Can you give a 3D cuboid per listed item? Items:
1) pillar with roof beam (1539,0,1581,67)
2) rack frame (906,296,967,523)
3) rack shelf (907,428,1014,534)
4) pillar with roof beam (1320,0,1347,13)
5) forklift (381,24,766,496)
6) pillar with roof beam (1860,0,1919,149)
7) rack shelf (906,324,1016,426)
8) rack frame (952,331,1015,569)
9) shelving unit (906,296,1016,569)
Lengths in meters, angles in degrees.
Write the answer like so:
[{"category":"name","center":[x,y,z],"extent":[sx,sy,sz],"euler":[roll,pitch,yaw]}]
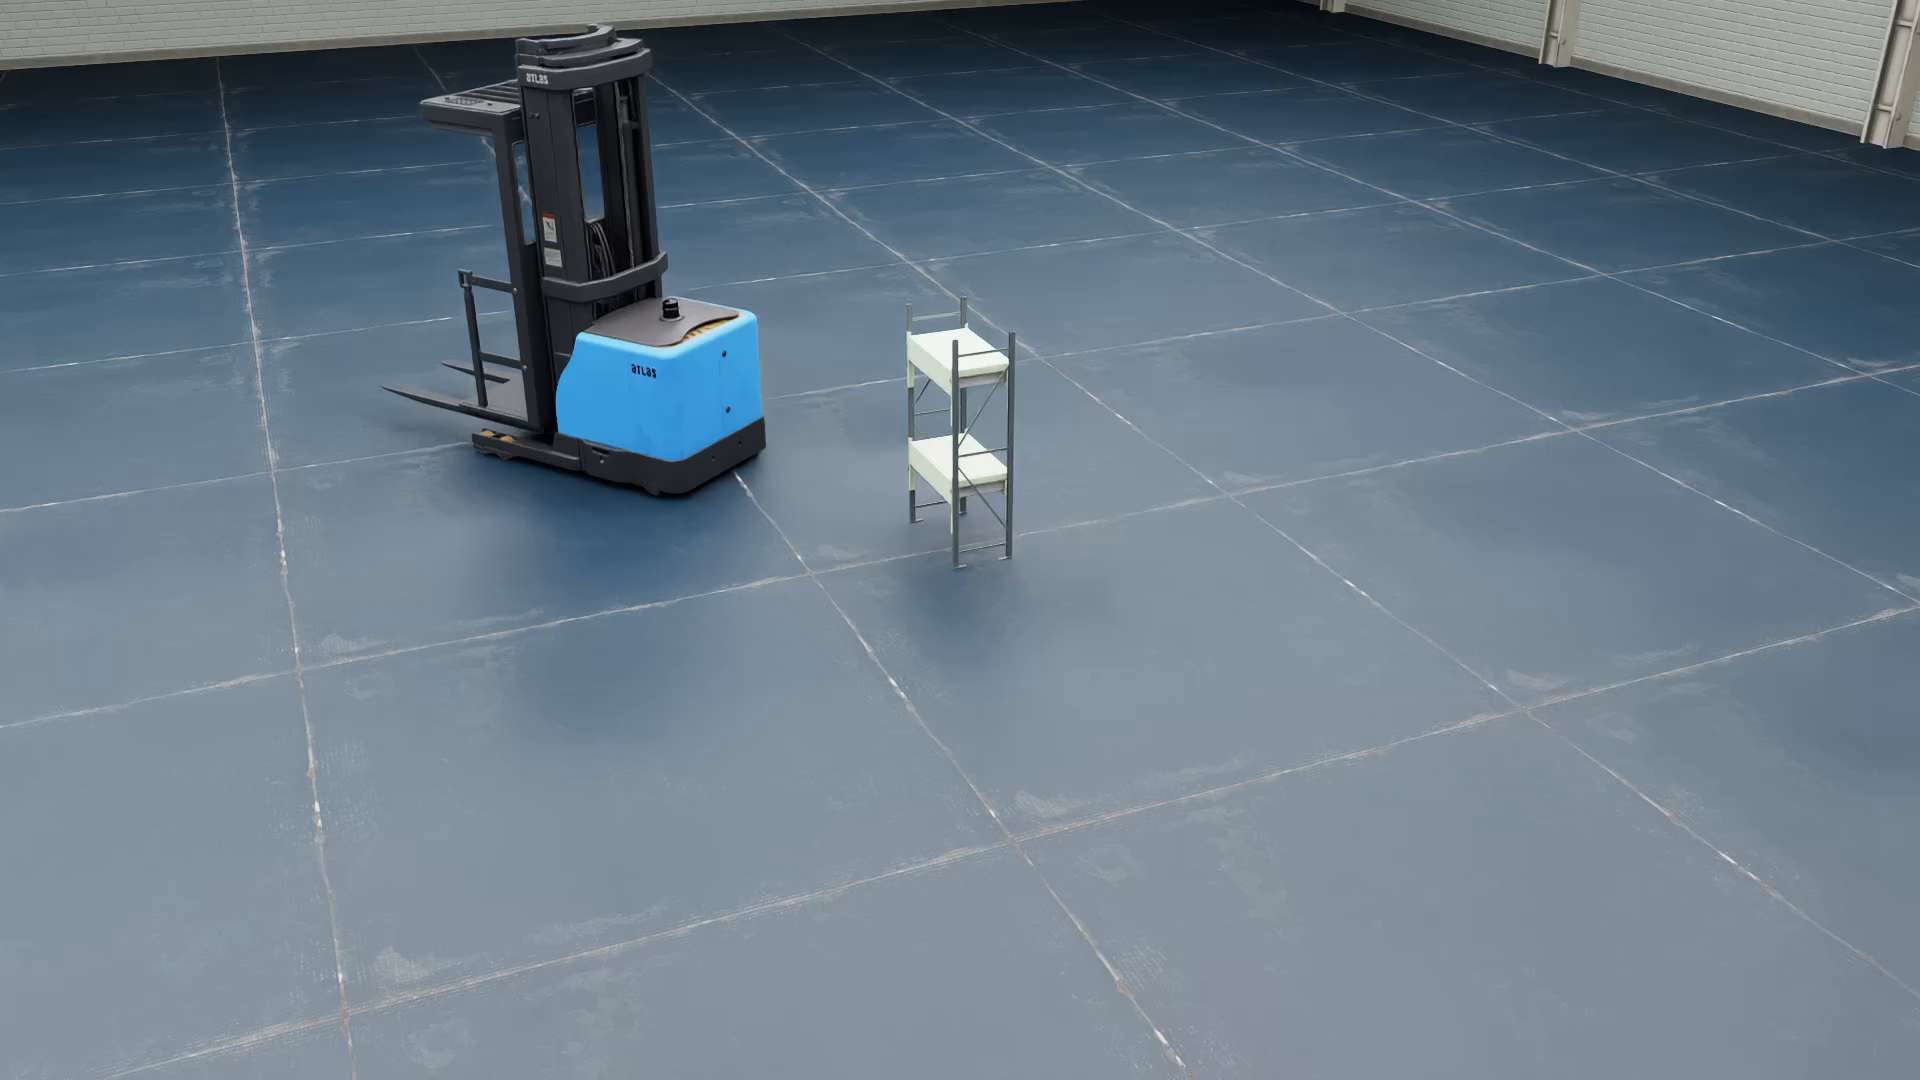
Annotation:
[{"category":"pillar with roof beam","center":[5.313,-10.717,22.443],"extent":[9.100,9.000,0.400],"euler":[-11,28,-21]},{"category":"rack frame","center":[-0.146,-0.824,10.729],"extent":[0.400,1.500,0.023],"euler":[-11,28,-21]},{"category":"rack shelf","center":[-0.003,-0.384,10.569],"extent":[0.431,0.370,0.720],"euler":[-11,28,-21]},{"category":"pillar with roof beam","center":[2.963,-13.139,27.404],"extent":[9.100,9.000,0.400],"euler":[-11,28,-21]},{"category":"forklift","center":[-2.929,-2.079,11.668],"extent":[3.031,2.935,1.130],"euler":[14,29,27]},{"category":"pillar with roof beam","center":[7.662,-8.295,17.482],"extent":[9.100,9.000,0.400],"euler":[-11,28,-21]},{"category":"rack shelf","center":[-0.003,-1.027,10.255],"extent":[0.431,0.370,0.720],"euler":[-11,28,-21]},{"category":"rack frame","center":[0.141,-0.529,10.124],"extent":[0.400,1.500,0.023],"euler":[-11,28,-21]},{"category":"shelving unit","center":[-0.003,-0.677,10.426],"extent":[0.431,1.500,0.755],"euler":[-11,28,-21]}]
